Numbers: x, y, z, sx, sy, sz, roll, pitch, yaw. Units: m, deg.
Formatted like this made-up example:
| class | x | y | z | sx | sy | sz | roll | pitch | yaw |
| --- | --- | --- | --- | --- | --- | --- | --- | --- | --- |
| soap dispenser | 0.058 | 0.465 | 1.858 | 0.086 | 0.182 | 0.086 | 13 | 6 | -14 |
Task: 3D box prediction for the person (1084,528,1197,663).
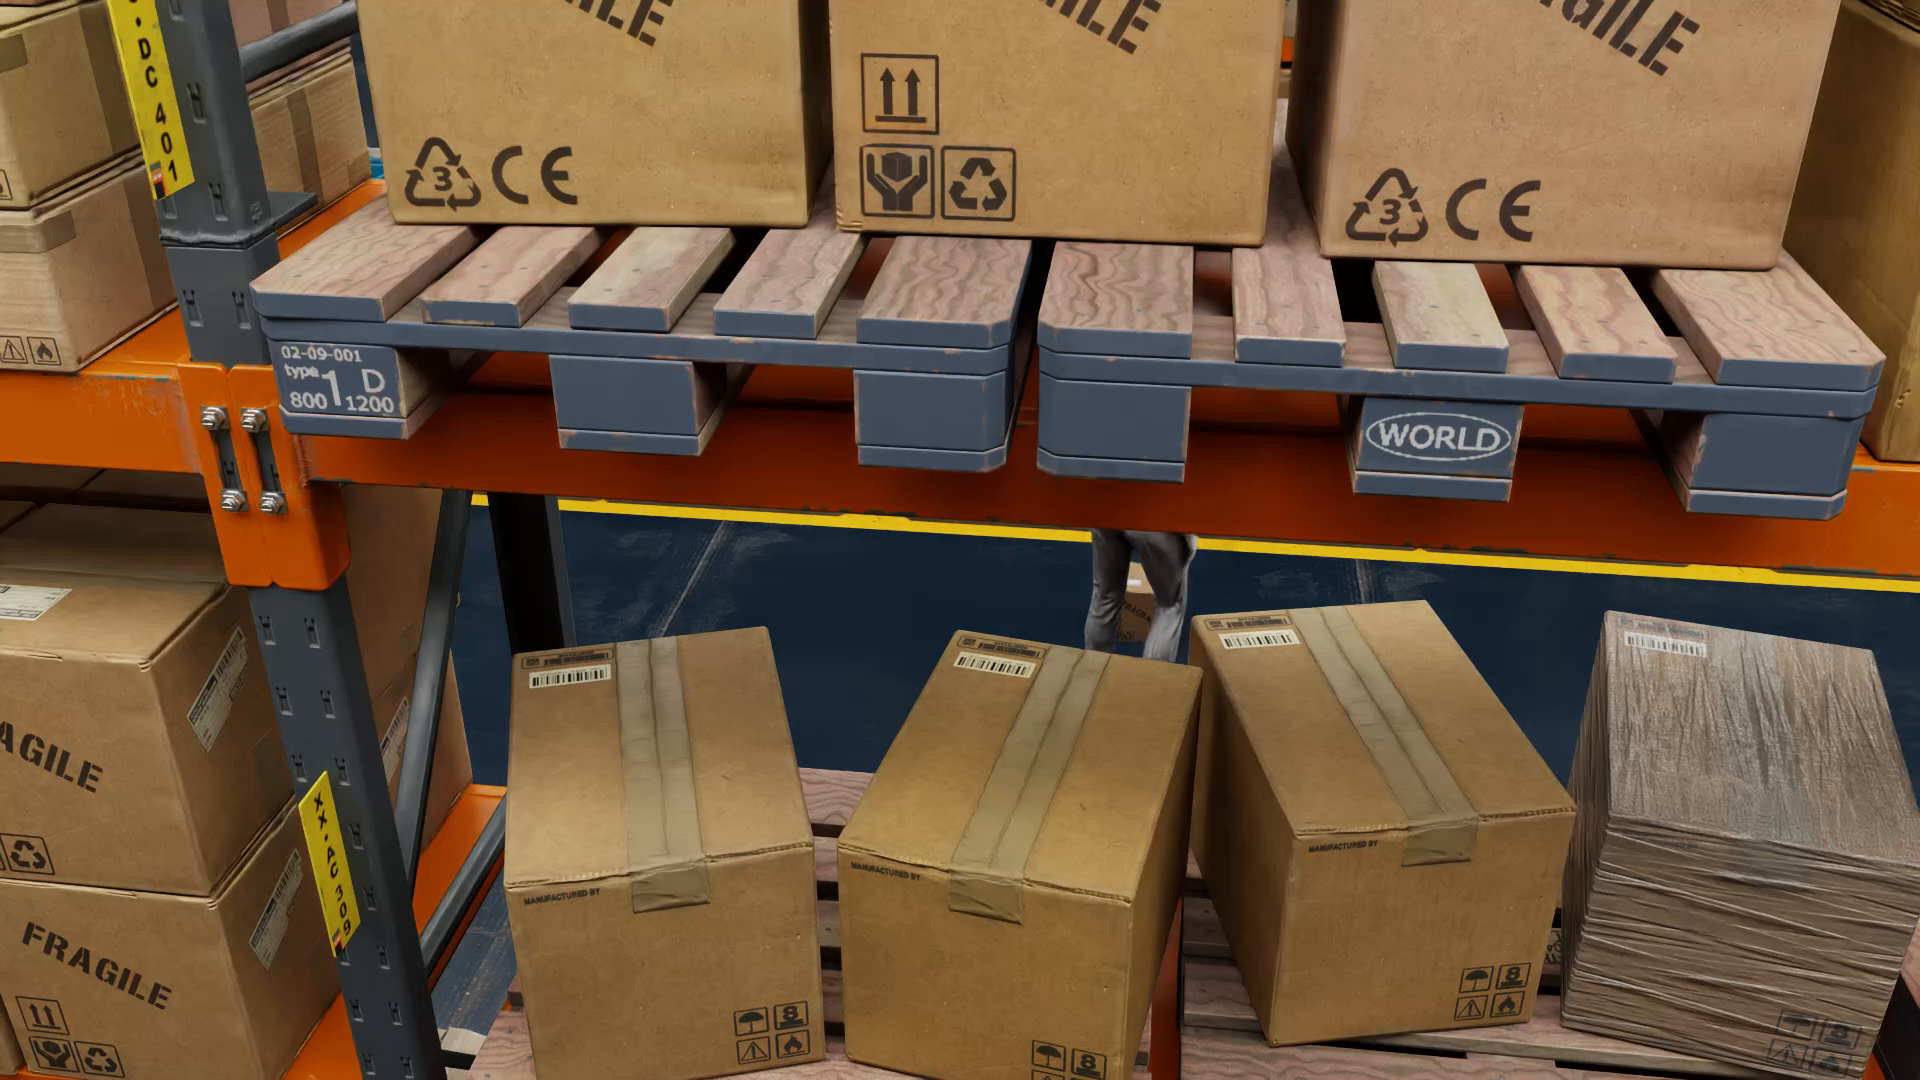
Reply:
| class | x | y | z | sx | sy | sz | roll | pitch | yaw |
| --- | --- | --- | --- | --- | --- | --- | --- | --- | --- |
| person | 0.699 | -0.077 | 6.233 | 0.568 | 1.706 | 0.374 | 20 | 34 | 32 |
